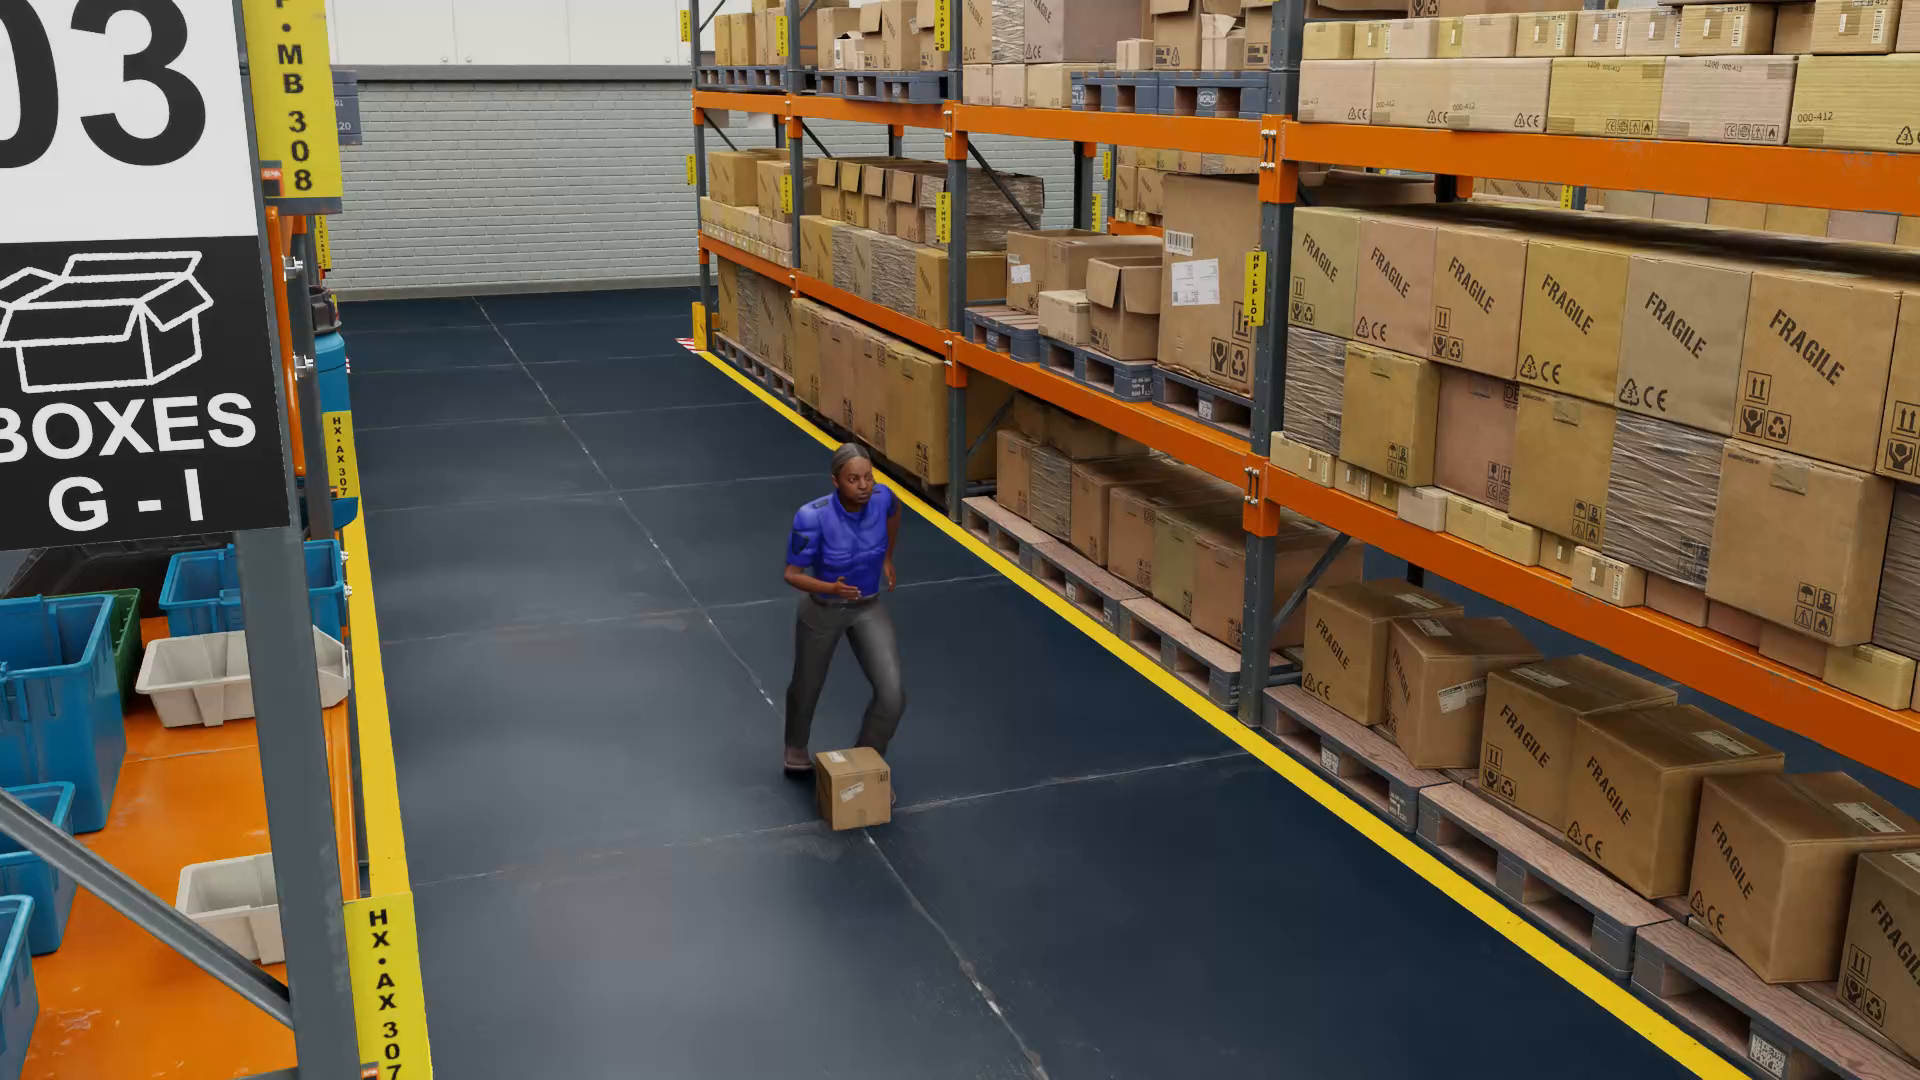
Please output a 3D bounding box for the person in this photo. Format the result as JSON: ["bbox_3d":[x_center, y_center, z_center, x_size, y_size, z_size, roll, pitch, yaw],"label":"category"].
[{"bbox_3d":[-0.478,0.332,6.989,0.571,1.559,0.916,-5,16,-17],"label":"person"}]
